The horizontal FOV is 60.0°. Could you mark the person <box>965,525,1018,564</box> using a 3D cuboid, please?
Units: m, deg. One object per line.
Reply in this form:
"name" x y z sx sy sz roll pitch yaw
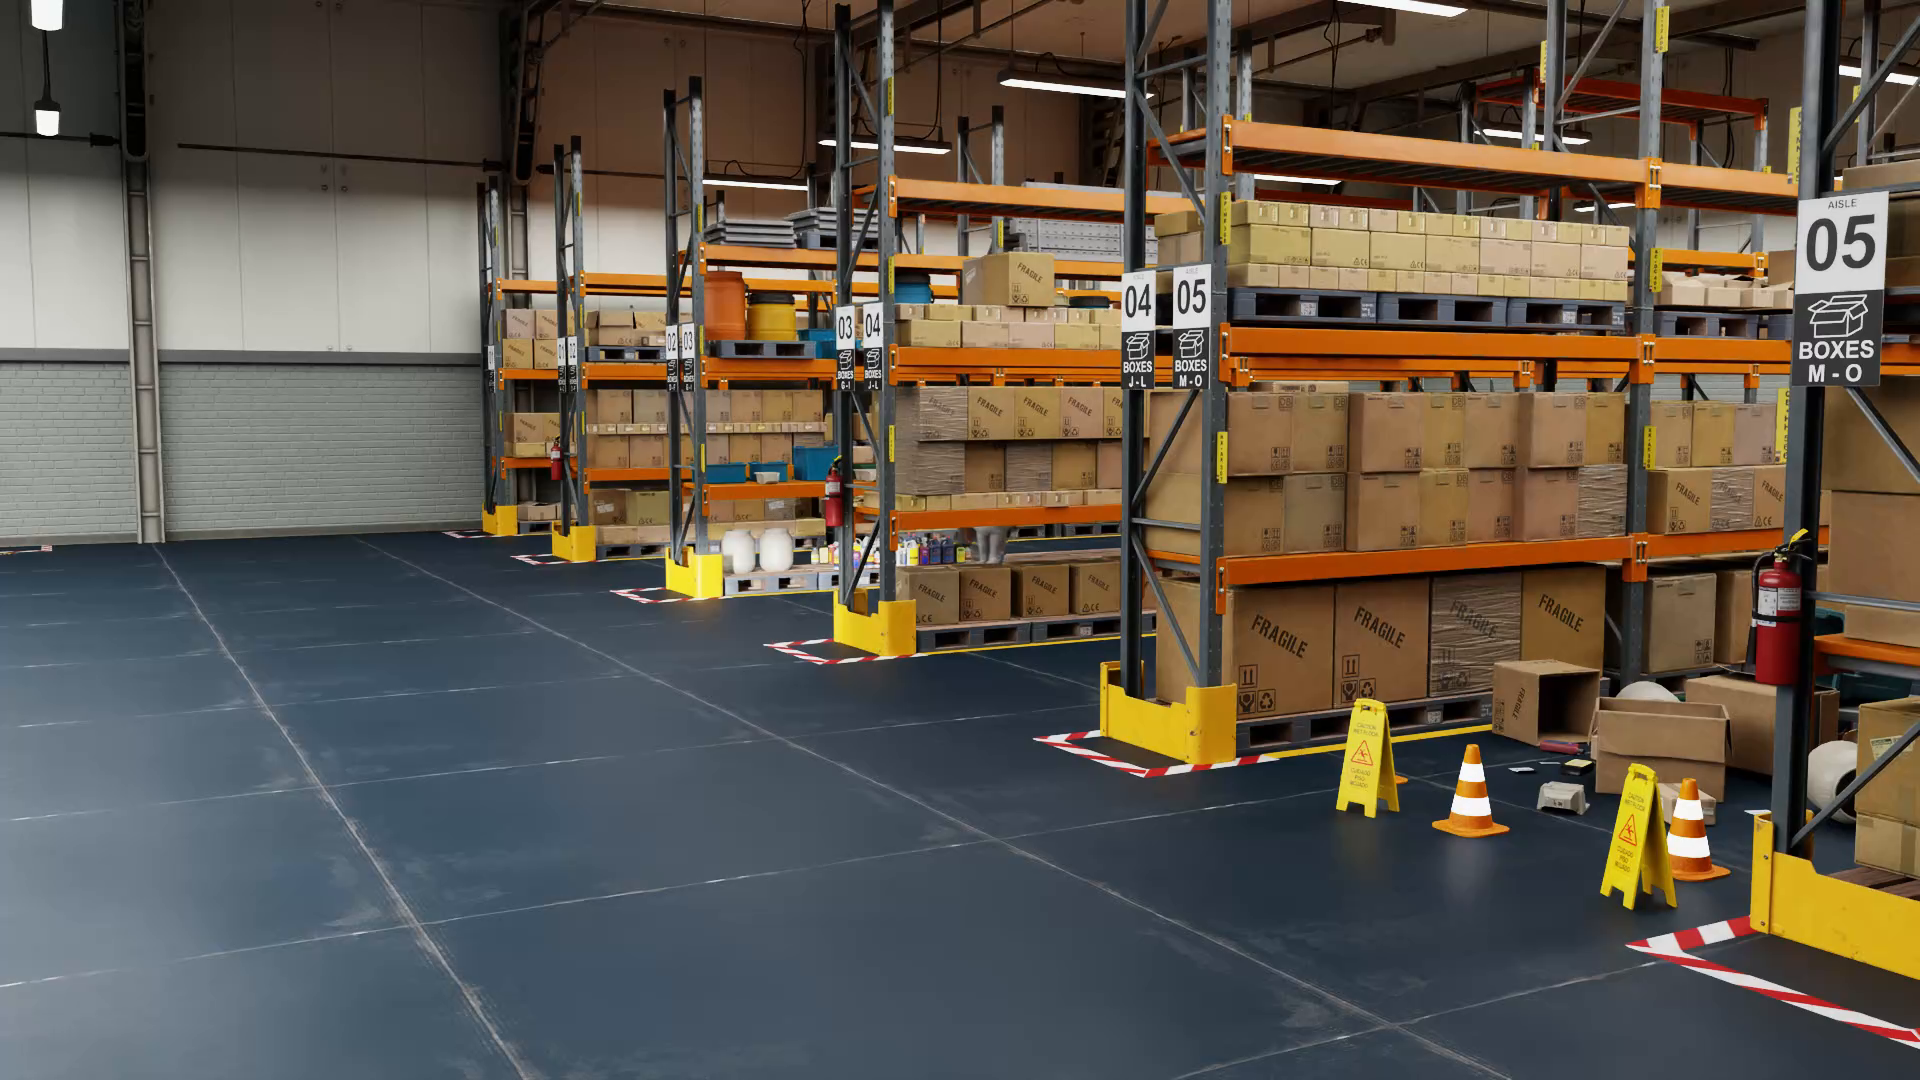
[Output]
"person" 0.387 -0.184 19.285 0.578 1.707 1.054 1 5 15
